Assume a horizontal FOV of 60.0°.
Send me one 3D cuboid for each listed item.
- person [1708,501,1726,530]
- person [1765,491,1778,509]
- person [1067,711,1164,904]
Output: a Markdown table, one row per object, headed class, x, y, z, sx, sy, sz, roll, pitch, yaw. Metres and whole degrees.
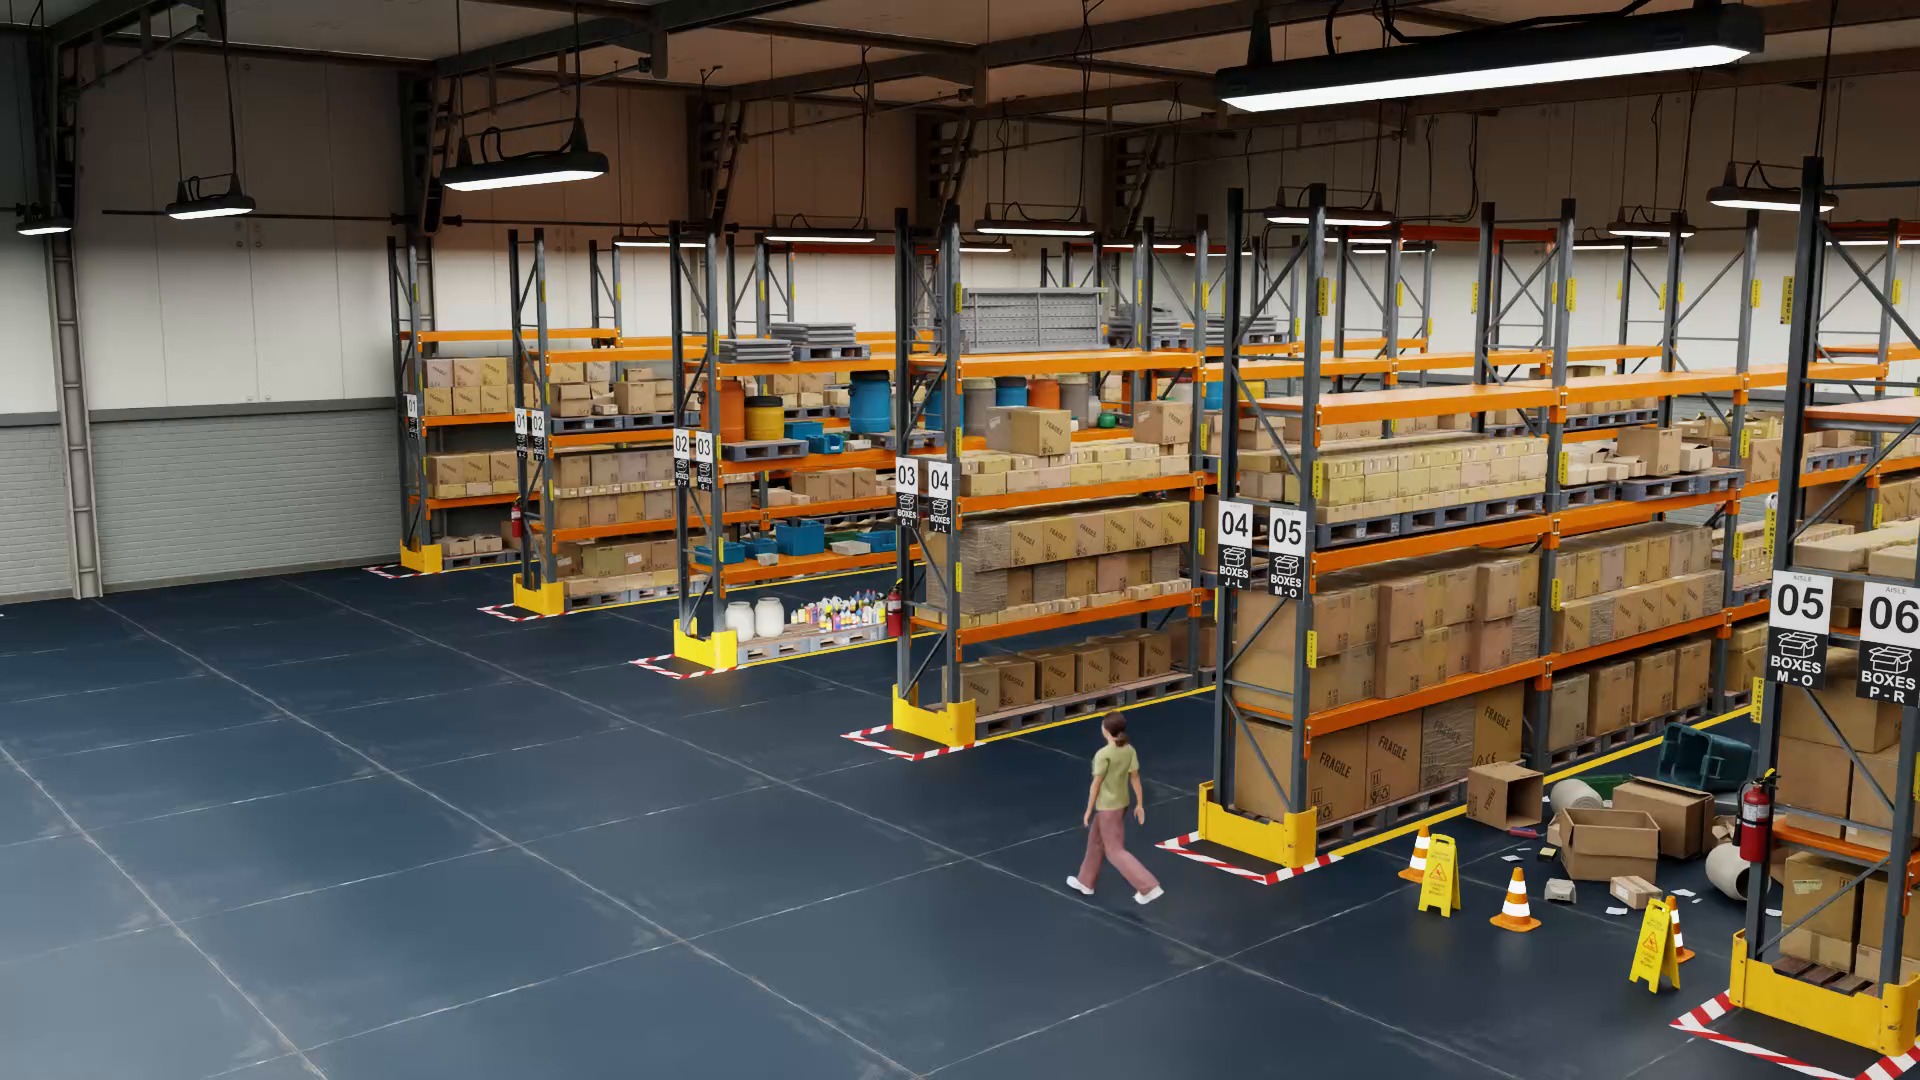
| class | x | y | z | sx | sy | sz | roll | pitch | yaw |
| --- | --- | --- | --- | --- | --- | --- | --- | --- | --- |
| person | 12.252 | 0.187 | 26.849 | 0.365 | 1.728 | 0.547 | 5 | 10 | 28 |
| person | 14.812 | -0.318 | 30.291 | 0.441 | 1.706 | 0.440 | 5 | 10 | 31 |
| person | 1.281 | 2.243 | 13.883 | 0.983 | 1.637 | 0.433 | 5 | 10 | 27 |
